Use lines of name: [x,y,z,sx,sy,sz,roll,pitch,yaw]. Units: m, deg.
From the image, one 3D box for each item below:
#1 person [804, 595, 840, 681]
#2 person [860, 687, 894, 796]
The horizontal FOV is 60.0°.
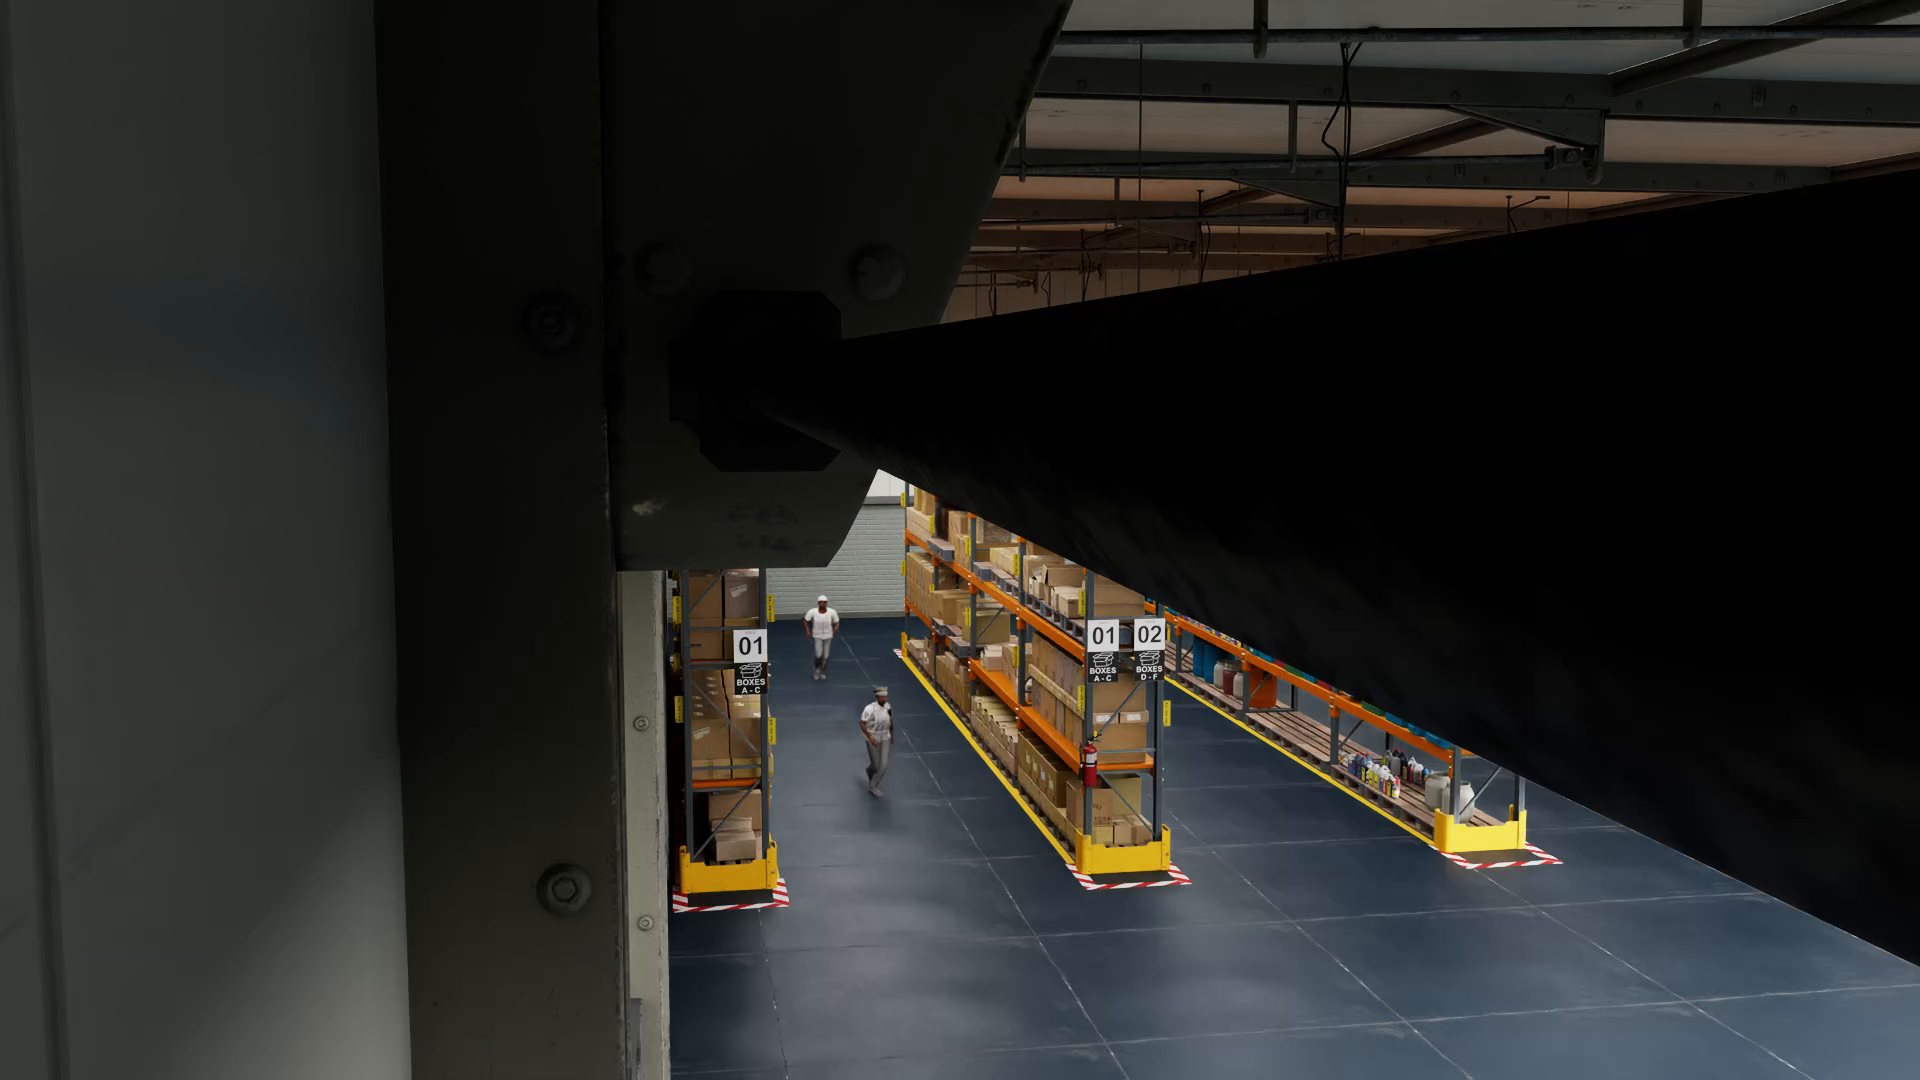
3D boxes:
person: [-2.770,1.983,33.579,0.706,1.741,0.641,-1,6,-13]
person: [-1.256,2.962,24.800,0.567,1.644,0.569,-3,7,-28]
